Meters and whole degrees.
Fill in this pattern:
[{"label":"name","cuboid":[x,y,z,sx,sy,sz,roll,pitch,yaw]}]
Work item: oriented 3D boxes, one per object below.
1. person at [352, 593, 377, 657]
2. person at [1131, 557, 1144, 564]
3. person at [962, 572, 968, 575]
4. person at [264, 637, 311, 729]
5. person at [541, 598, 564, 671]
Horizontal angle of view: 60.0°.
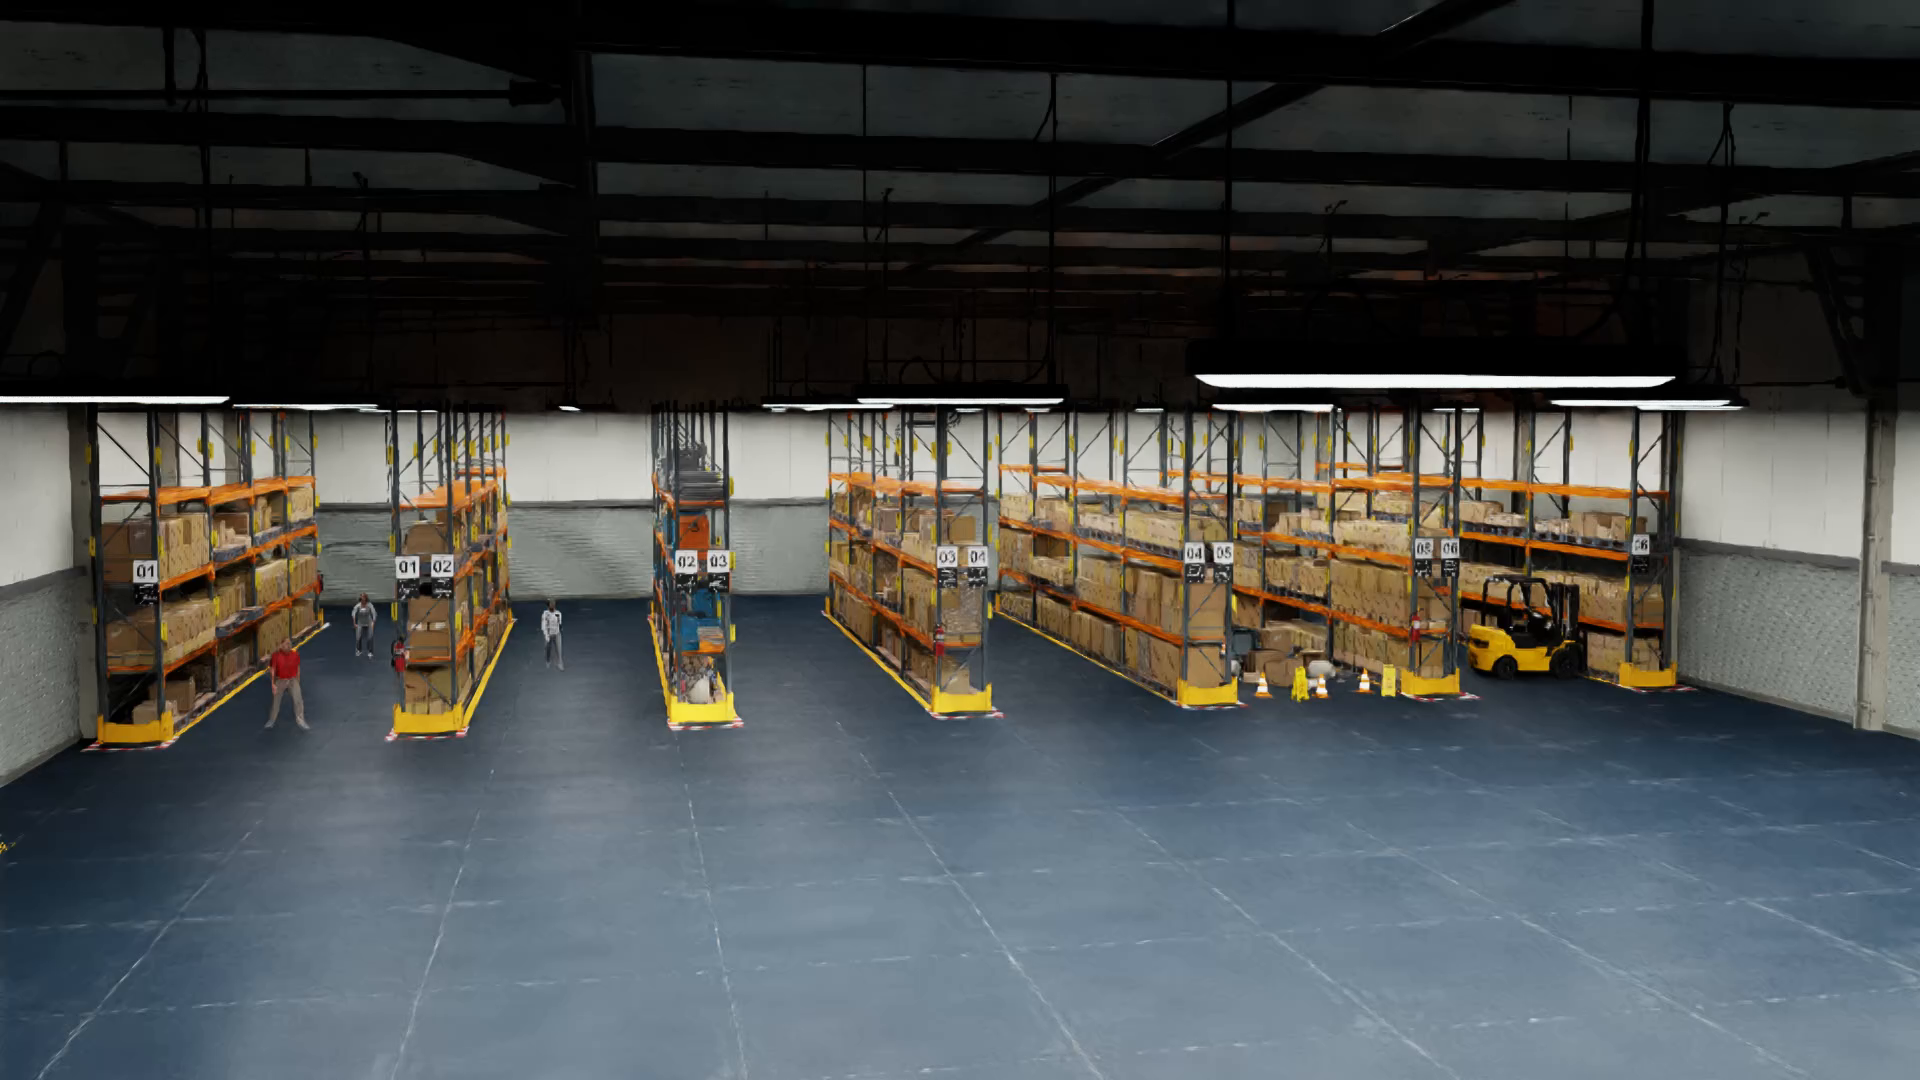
[{"label":"person","cuboid":[-14.065,2.008,39.275,0.566,1.526,0.519,-1,4,-15]},{"label":"person","cuboid":[5.427,1.082,50.665,0.507,1.668,0.571,4,6,42]},{"label":"person","cuboid":[0.113,1.376,47.029,0.497,1.583,1.090,-1,4,-10]},{"label":"person","cuboid":[-12.262,2.585,30.203,0.617,1.665,0.952,-3,5,-38]},{"label":"person","cuboid":[-9.124,2.095,37.198,0.482,1.616,0.994,-2,5,-20]}]
